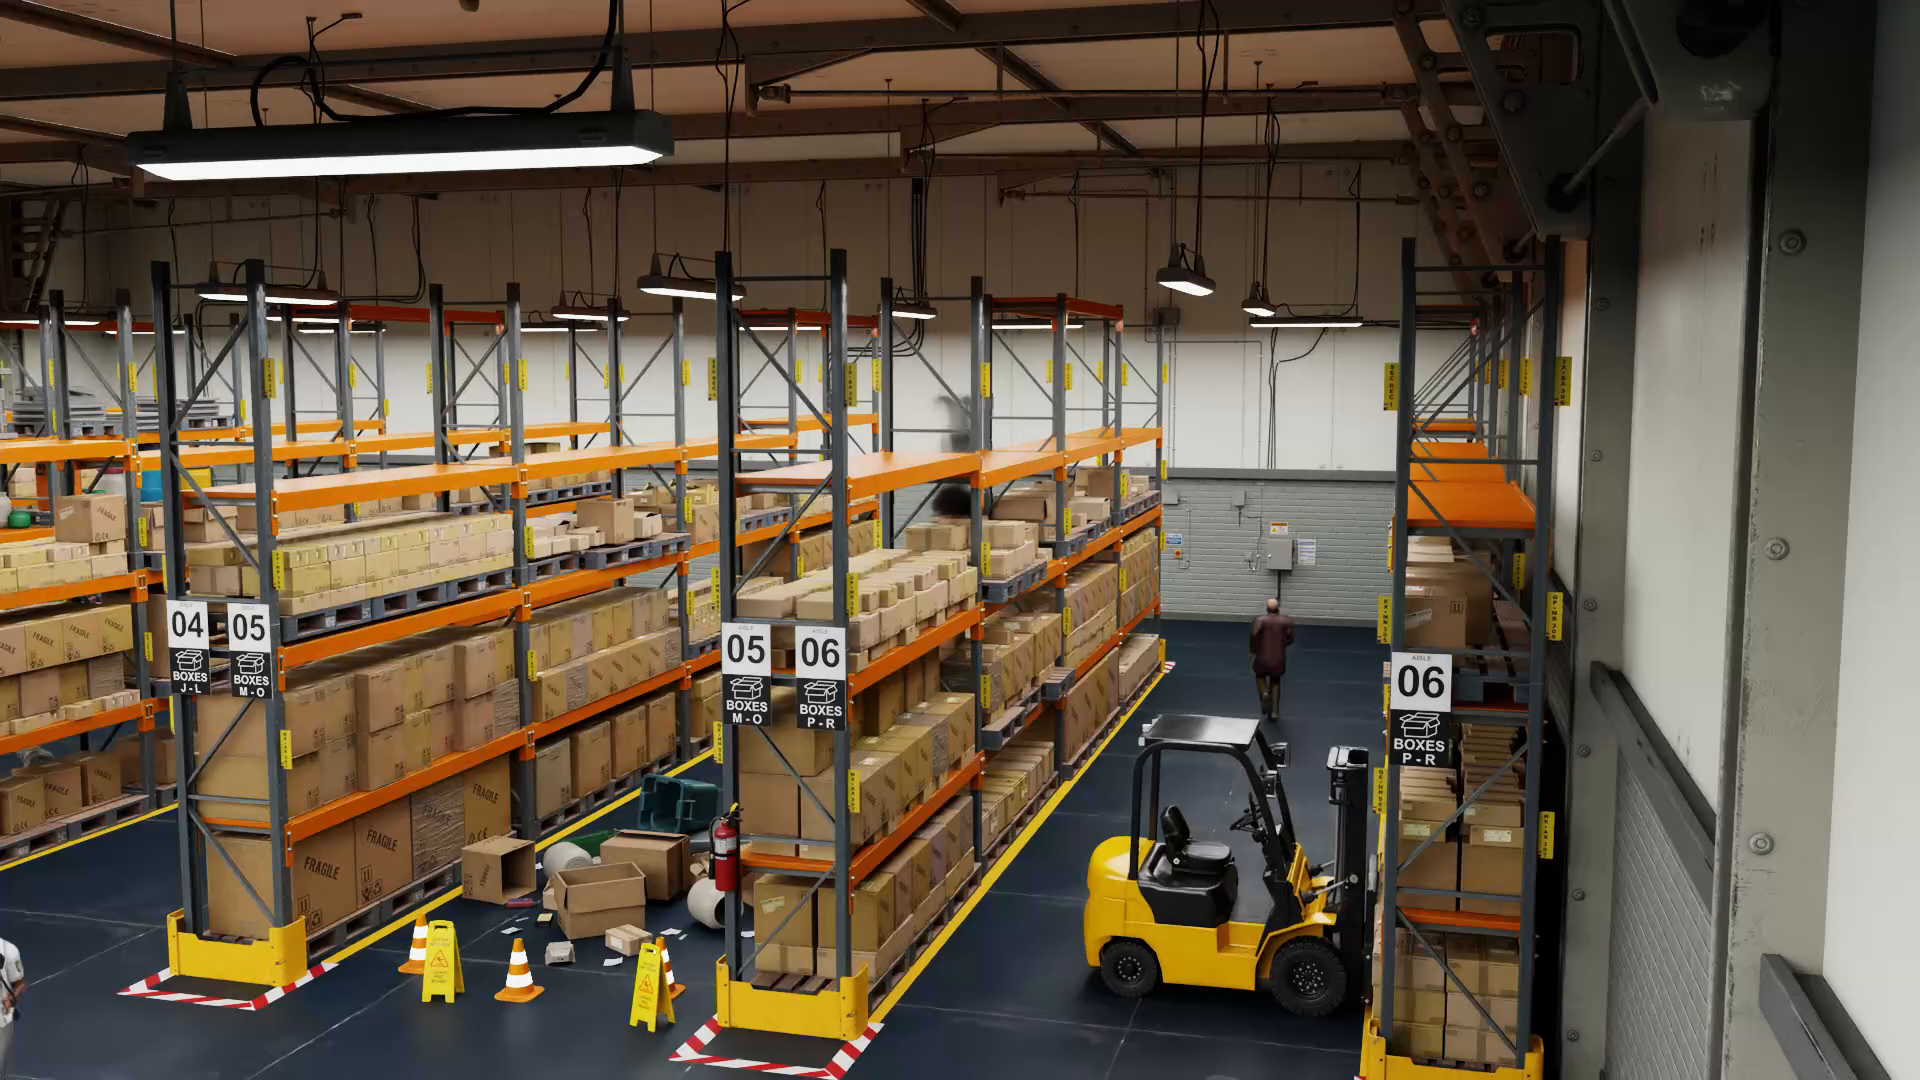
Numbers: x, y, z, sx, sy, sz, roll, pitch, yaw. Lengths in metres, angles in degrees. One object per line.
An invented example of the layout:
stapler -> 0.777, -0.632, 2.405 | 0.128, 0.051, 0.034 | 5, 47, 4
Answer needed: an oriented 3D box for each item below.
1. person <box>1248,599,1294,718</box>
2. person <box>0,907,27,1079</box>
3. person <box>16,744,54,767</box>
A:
person -> 4.548, 1.720, 24.428 | 0.690, 1.733, 0.715 | 0, 6, -2
person -> -6.367, 3.168, 10.817 | 0.549, 1.652, 0.689 | -5, 8, -40
person -> -11.135, 2.185, 19.993 | 0.682, 1.765, 0.849 | 0, 6, 4
